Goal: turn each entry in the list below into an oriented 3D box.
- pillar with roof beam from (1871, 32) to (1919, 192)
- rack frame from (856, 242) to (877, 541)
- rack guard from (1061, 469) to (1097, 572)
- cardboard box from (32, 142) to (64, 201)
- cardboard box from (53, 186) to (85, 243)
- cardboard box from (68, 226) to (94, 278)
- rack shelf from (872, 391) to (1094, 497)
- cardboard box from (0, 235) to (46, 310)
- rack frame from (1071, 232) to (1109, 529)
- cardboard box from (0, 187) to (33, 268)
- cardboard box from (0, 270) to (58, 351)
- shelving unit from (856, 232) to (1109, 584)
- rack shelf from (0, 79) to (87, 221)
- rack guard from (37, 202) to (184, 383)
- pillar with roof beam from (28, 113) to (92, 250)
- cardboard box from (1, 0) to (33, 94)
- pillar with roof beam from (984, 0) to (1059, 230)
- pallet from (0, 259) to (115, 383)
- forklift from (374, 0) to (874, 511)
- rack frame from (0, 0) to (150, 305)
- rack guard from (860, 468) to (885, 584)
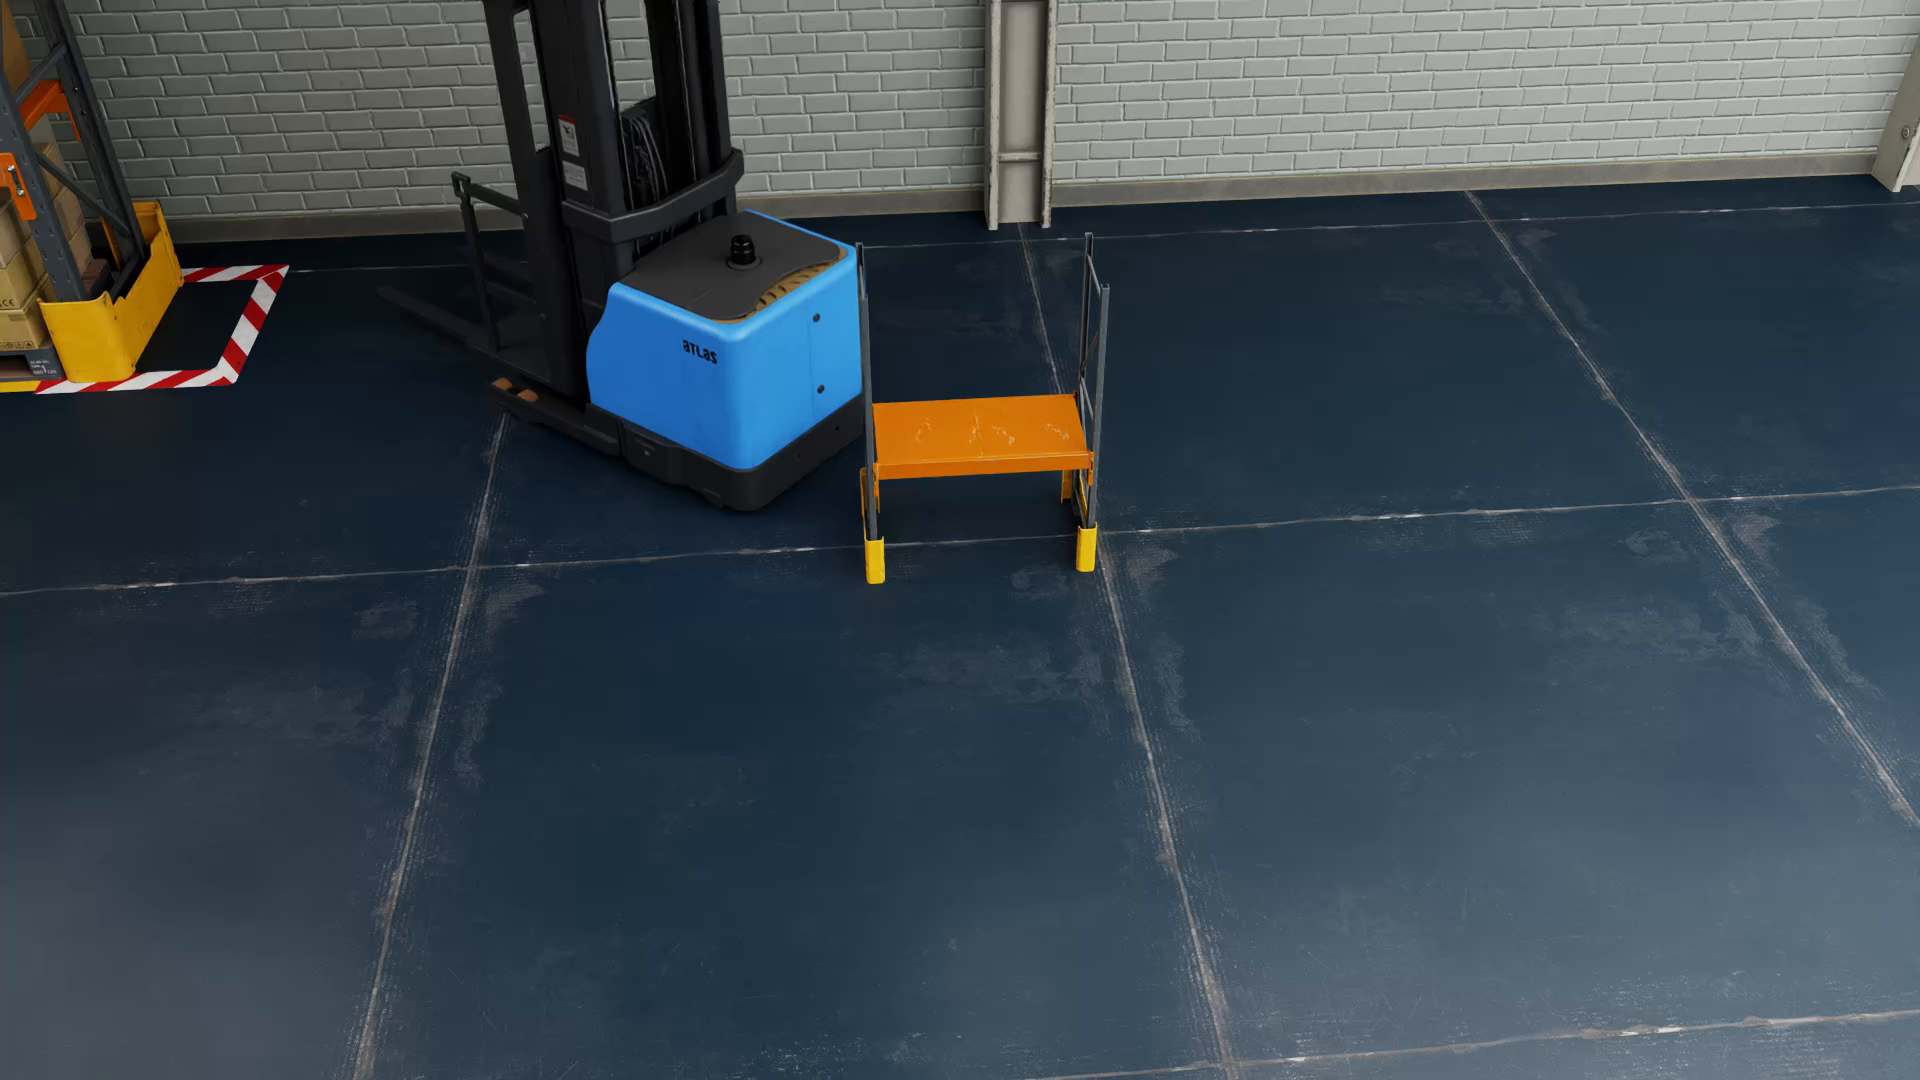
[{"bbox_3d":[6.723,-3.282,4.967,0.400,9.000,9.100,-3,38,-4],"label":"pillar with roof beam"},{"bbox_3d":[-0.421,-0.566,7.578,0.032,1.500,0.500,-3,38,-4],"label":"rack frame"},{"bbox_3d":[0.572,-0.130,8.034,0.087,0.250,0.587,-3,38,-4],"label":"rack guard"},{"bbox_3d":[-5.334,-1.975,9.227,0.500,0.250,0.500,-4,38,-5],"label":"cardboard box"},{"bbox_3d":[-5.325,-1.791,9.397,0.500,0.250,0.500,-2,38,-3],"label":"cardboard box"},{"bbox_3d":[-5.345,-1.586,9.541,0.500,0.250,0.500,-3,38,-4],"label":"cardboard box"},{"bbox_3d":[0.085,-0.452,7.725,1.000,0.185,0.538,-3,38,-4],"label":"rack shelf"},{"bbox_3d":[-5.295,-1.469,8.989,0.500,0.250,0.500,-4,38,-5],"label":"cardboard box"},{"bbox_3d":[0.591,-0.621,7.649,0.032,1.500,0.500,-3,38,-4],"label":"rack frame"},{"bbox_3d":[-5.269,-1.667,8.837,0.500,0.250,0.500,-2,38,-2],"label":"cardboard box"},{"bbox_3d":[-5.278,-1.272,9.143,0.500,0.250,0.500,-3,38,-4],"label":"cardboard box"},{"bbox_3d":[0.076,-0.593,7.613,1.083,1.500,0.587,-3,38,-4],"label":"shelving unit"},{"bbox_3d":[-6.830,-2.015,8.785,4.000,0.370,1.077,-3,38,-4],"label":"rack shelf"},{"bbox_3d":[-4.814,-1.427,9.477,0.348,0.500,1.175,-3,38,-4],"label":"rack guard"},{"bbox_3d":[-5.230,-2.624,4.132,0.400,9.000,9.100,-3,38,-4],"label":"pillar with roof beam"},{"bbox_3d":[-5.356,-2.590,8.852,0.500,0.500,0.500,-2,38,-3],"label":"cardboard box"},{"bbox_3d":[0.746,-2.953,4.550,0.400,9.000,9.100,-3,38,-4],"label":"pillar with roof beam"},{"bbox_3d":[-5.596,-1.244,9.479,1.213,0.211,1.003,-3,38,-4],"label":"pallet"},{"bbox_3d":[-1.940,-2.023,8.269,3.031,2.935,1.130,24,44,27],"label":"forklift"},{"bbox_3d":[-4.838,-2.407,8.701,0.127,3.000,1.000,-3,38,-4],"label":"rack frame"},{"bbox_3d":[-0.420,-0.075,7.965,0.087,0.250,0.587,-3,38,-4],"label":"rack guard"}]
